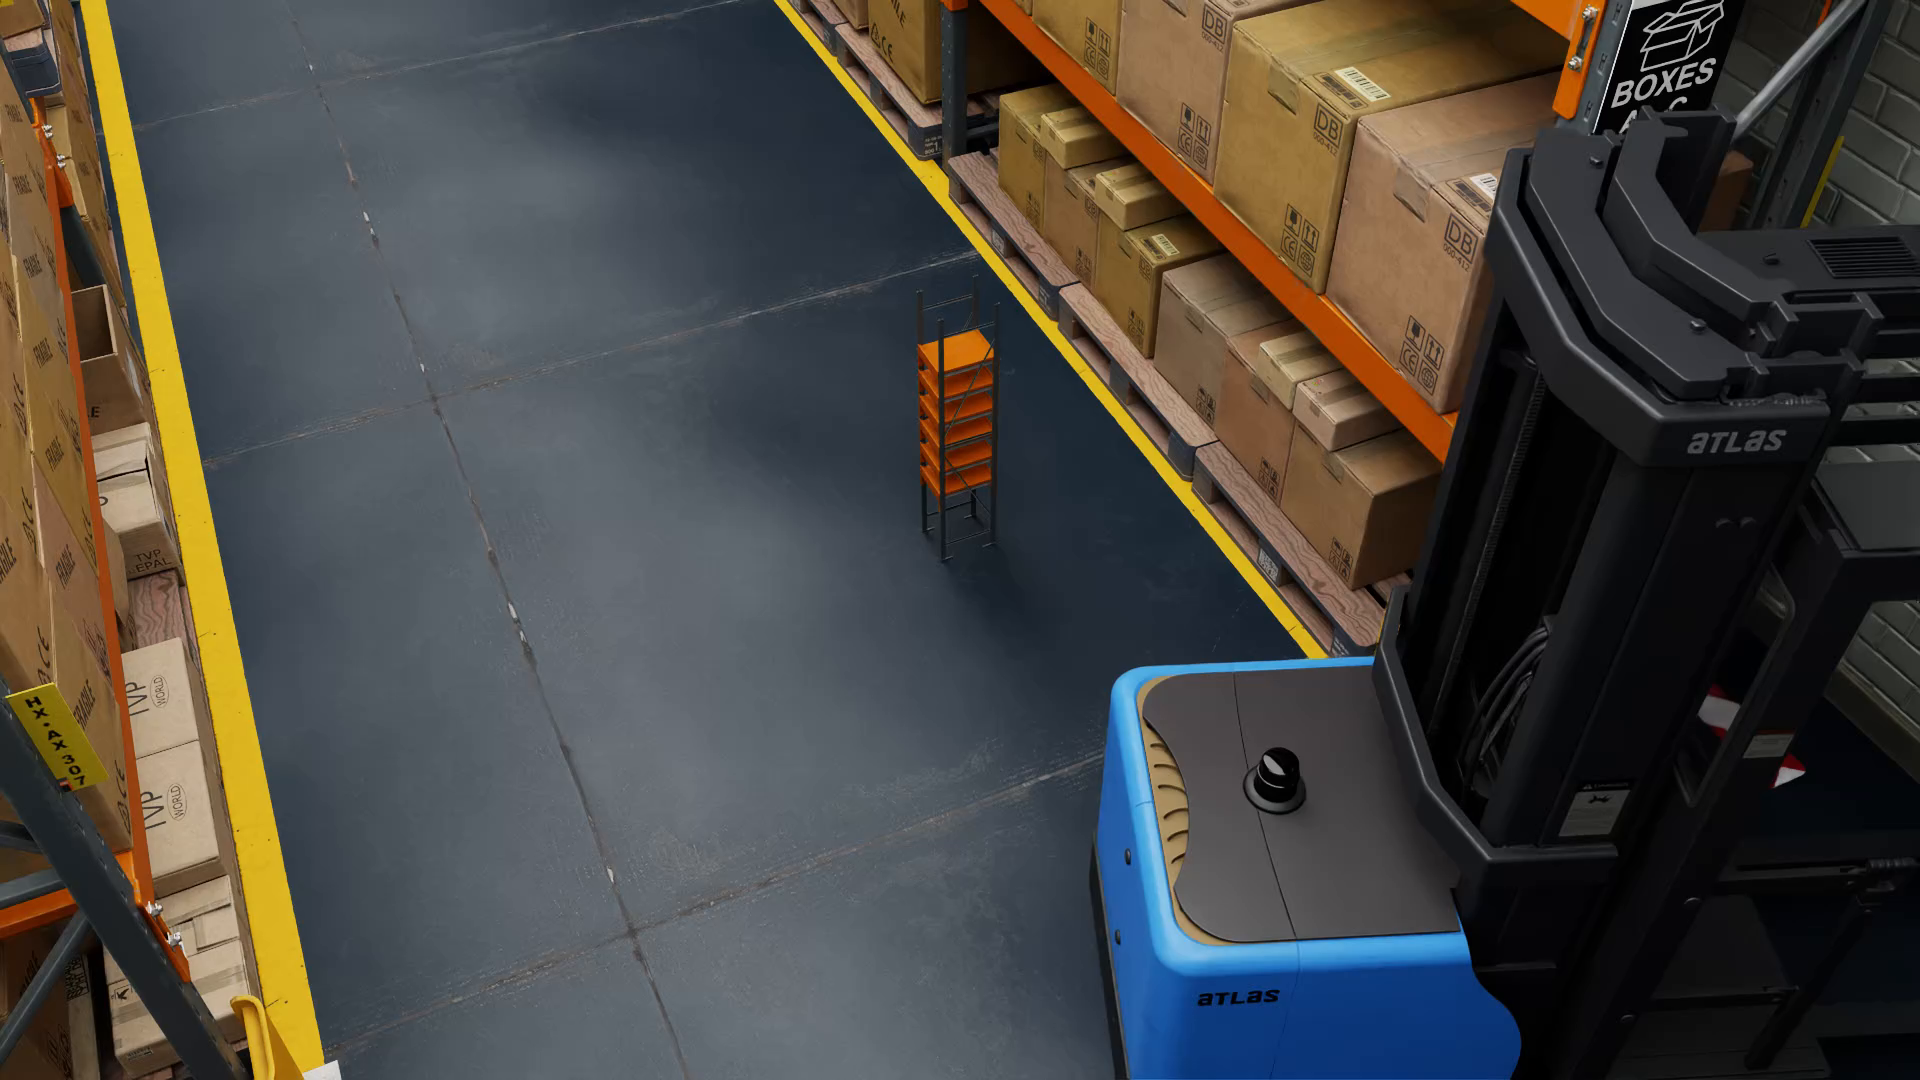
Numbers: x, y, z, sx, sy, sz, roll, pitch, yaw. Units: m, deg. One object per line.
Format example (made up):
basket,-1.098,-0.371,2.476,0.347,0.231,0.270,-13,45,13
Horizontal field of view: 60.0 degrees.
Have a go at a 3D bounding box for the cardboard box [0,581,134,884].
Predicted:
cardboard box,-2.373,0.500,4.036,0.500,0.500,0.500,-17,47,-17

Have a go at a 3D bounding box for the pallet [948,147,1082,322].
pallet,0.634,-1.617,8.239,1.003,0.211,1.213,-18,47,-17

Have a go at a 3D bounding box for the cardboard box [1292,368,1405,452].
cardboard box,1.463,-0.504,6.144,0.380,0.149,0.250,-19,48,-18

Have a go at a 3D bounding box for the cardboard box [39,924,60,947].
cardboard box,-2.967,1.190,5.112,0.380,0.166,0.250,-18,47,-17

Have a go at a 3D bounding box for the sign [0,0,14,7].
sign,-3.619,-2.126,6.152,0.100,0.325,0.005,-18,47,-17

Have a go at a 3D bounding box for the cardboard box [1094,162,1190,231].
cardboard box,0.805,-1.497,7.150,0.380,0.149,0.250,-19,48,-19

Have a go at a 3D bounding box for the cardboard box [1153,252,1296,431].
cardboard box,1.260,-0.884,6.991,0.700,0.500,0.500,-19,48,-19

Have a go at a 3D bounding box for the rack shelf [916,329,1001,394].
rack shelf,-0.006,-0.661,6.116,0.258,0.103,0.180,-18,47,-17

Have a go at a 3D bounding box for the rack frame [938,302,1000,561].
rack frame,0.032,-0.378,6.279,0.240,1.200,0.006,-18,47,-17

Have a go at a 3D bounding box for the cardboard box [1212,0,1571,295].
cardboard box,1.528,-1.458,5.878,0.980,0.700,0.700,-18,48,-18

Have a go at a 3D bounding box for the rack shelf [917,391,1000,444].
rack shelf,-0.006,-0.490,6.285,0.258,0.103,0.180,-18,47,-17

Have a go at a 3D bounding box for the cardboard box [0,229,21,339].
cardboard box,-3.020,-0.830,4.673,0.500,0.500,0.500,-18,48,-18

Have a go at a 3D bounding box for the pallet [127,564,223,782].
pallet,-3.303,0.557,6.036,1.003,0.211,1.213,-18,47,-17

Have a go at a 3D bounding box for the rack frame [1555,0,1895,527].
rack frame,2.067,-0.569,5.191,1.000,3.000,0.127,-18,47,-17

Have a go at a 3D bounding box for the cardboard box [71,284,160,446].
cardboard box,-3.611,-0.640,6.729,0.500,0.500,0.500,-18,47,-17

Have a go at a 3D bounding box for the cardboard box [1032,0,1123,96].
cardboard box,0.901,-2.407,6.840,0.980,0.700,0.700,-19,48,-18

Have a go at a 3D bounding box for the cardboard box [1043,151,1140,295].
cardboard box,0.815,-1.549,7.665,0.700,0.500,0.500,-18,48,-18

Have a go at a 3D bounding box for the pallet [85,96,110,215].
pallet,-5.001,-1.945,8.571,1.003,0.211,1.213,-18,47,-17

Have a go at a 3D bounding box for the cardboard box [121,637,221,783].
cardboard box,-2.817,0.651,5.599,0.500,0.250,0.500,-18,47,-17

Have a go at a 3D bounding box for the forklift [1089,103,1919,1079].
forklift,1.964,0.369,4.289,3.031,2.935,1.130,-2,45,-2

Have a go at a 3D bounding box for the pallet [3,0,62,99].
pallet,-4.345,-2.126,6.905,1.003,0.211,1.213,-18,47,-17

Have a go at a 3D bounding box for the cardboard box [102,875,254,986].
cardboard box,-2.395,1.221,5.081,0.380,0.166,0.250,-18,47,-17

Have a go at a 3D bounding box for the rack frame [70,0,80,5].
rack frame,-5.790,-4.201,8.872,1.000,3.000,0.127,-18,47,-17

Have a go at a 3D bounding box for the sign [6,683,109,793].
sign,-1.933,0.428,3.564,0.100,0.325,0.005,-18,47,-17

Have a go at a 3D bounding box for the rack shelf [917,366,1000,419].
rack shelf,-0.006,-0.576,6.201,0.258,0.103,0.180,-18,47,-17

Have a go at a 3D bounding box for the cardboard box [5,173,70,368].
cardboard box,-3.229,-0.790,5.344,0.500,0.500,0.500,-17,47,-17

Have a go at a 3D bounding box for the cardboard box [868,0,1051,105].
cardboard box,-0.006,-2.878,8.762,0.750,0.750,0.750,-18,47,-17

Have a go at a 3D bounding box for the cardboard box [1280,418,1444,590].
cardboard box,1.682,-0.245,6.343,0.700,0.500,0.500,-18,47,-17

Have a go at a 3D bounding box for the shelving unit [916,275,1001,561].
shelving unit,-0.006,-0.436,6.338,0.258,1.200,0.189,-18,47,-17

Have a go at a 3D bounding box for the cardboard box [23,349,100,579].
cardboard box,-2.803,-0.148,4.693,0.500,0.500,0.500,-18,47,-18

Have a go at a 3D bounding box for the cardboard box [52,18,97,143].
cardboard box,-4.740,-2.279,8.391,0.500,0.500,0.500,-20,48,-19

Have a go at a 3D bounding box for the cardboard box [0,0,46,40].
cardboard box,-4.104,-2.205,6.479,0.700,0.500,0.500,-34,54,-30

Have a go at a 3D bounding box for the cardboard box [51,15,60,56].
cardboard box,-4.722,-2.523,8.104,0.500,0.250,0.500,-19,48,-18

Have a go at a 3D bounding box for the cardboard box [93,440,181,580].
cardboard box,-3.295,-0.095,6.311,0.500,0.311,0.500,-18,47,-17

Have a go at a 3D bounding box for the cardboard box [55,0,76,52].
cardboard box,-5.183,-2.942,9.062,0.500,0.500,0.500,-16,47,-16

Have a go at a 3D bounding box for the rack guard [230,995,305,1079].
rack guard,-2.458,1.738,4.633,1.175,0.500,0.348,-18,47,-17

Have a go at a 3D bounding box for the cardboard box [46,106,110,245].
cardboard box,-4.324,-1.636,7.739,0.500,0.500,0.500,-17,47,-17

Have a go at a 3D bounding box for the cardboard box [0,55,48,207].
cardboard box,-3.665,-1.445,6.008,0.500,0.500,0.500,-17,47,-17

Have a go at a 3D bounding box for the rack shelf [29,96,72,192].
rack shelf,-4.949,-2.671,7.833,1.077,0.370,4.000,-18,47,-17

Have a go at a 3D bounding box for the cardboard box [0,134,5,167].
cardboard box,-3.442,-1.472,5.324,0.500,0.500,0.500,-19,48,-18

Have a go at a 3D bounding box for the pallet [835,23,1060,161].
pallet,-0.008,-2.595,9.229,1.003,0.211,1.213,-18,47,-17

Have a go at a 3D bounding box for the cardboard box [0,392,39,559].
cardboard box,-2.600,-0.186,4.020,0.500,0.500,0.500,-18,47,-17

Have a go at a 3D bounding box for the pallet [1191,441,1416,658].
pallet,1.660,-0.062,6.663,1.003,0.211,1.213,-18,47,-17

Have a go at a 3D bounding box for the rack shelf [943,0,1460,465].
rack shelf,1.226,-1.587,6.735,1.077,0.370,4.000,-18,47,-17
